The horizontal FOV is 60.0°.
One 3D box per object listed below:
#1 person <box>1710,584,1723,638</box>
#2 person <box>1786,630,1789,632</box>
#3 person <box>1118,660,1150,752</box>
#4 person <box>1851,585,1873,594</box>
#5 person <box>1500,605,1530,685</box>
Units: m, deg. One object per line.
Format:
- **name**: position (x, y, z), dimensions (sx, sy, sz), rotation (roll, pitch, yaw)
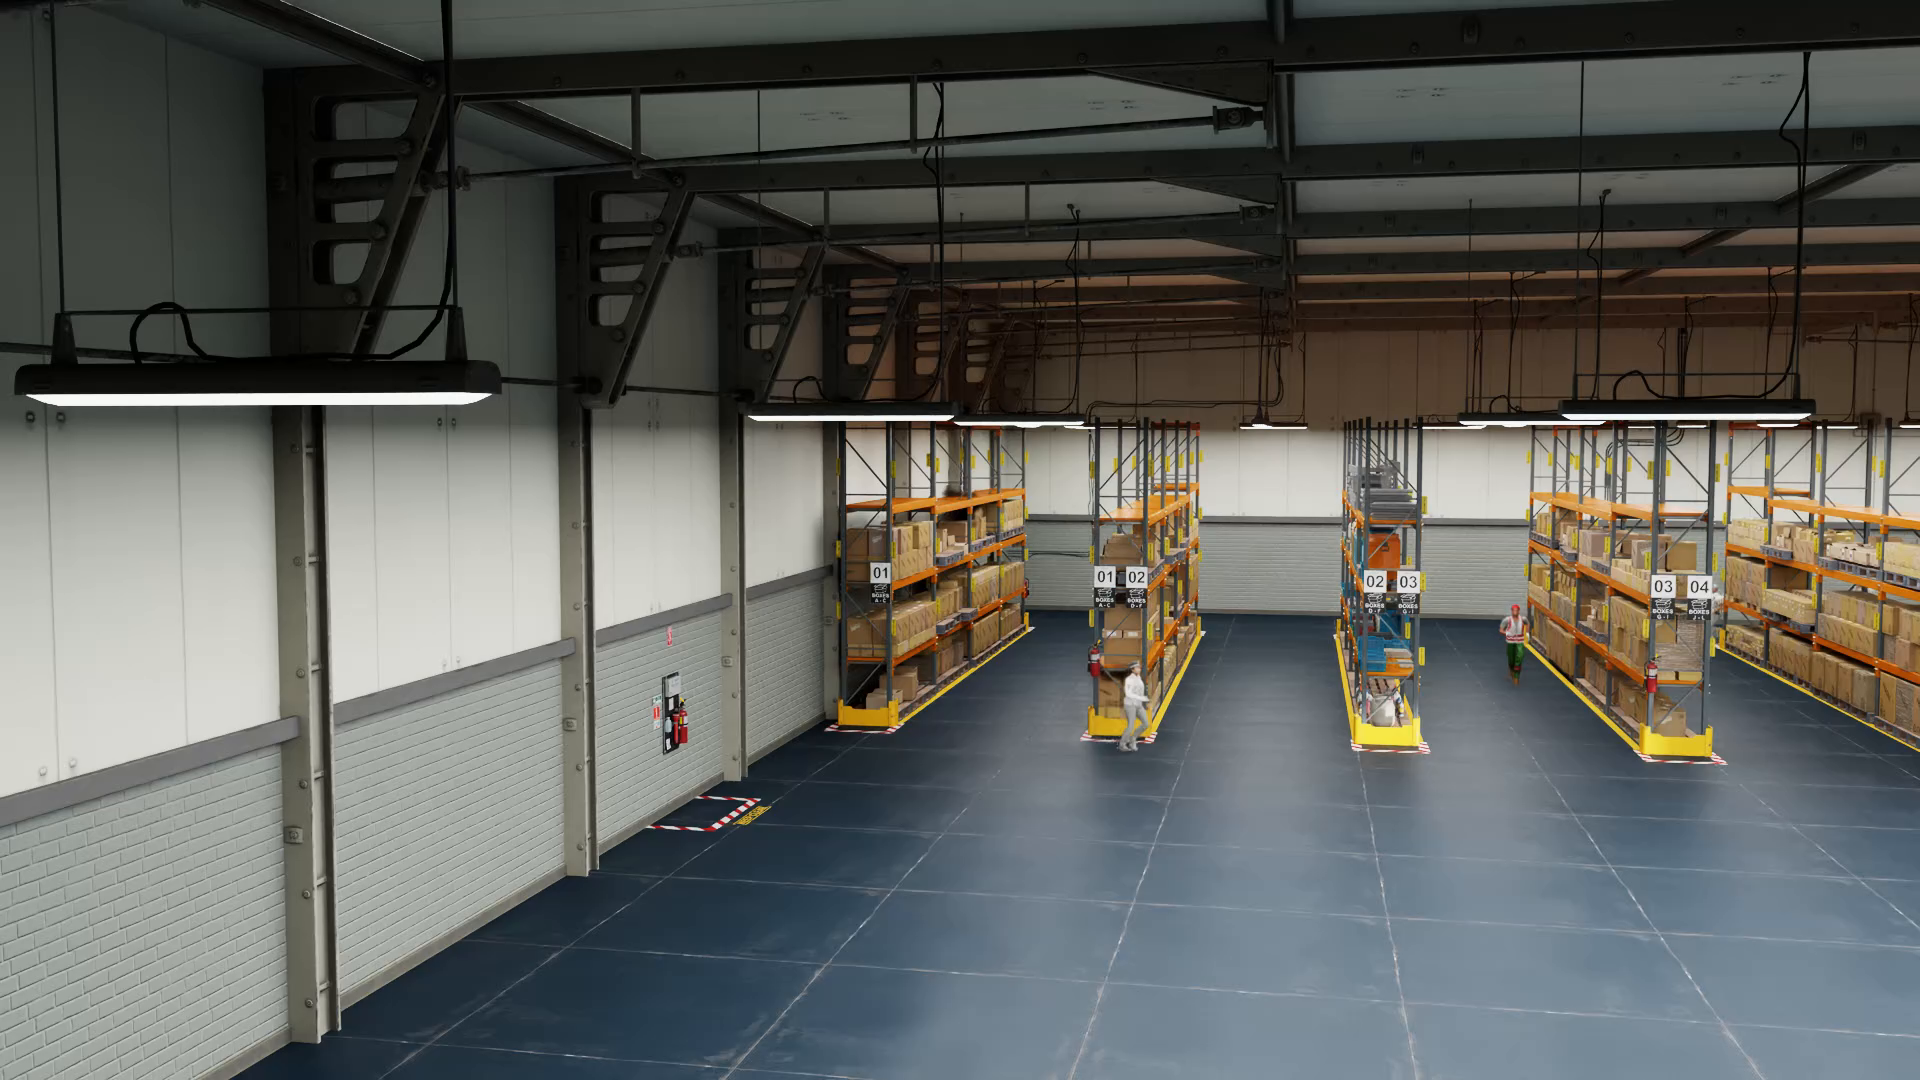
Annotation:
- **person**: position (20.499, 2.017, 45.147), dimensions (0.557, 1.653, 0.627), rotation (-1, 4, -15)
- **person**: position (22.061, 2.007, 44.278), dimensions (0.672, 1.716, 0.813), rotation (-1, 4, -16)
- **person**: position (3.145, 2.963, 29.677), dimensions (0.641, 1.670, 0.643), rotation (3, 5, 38)
- **person**: position (24.469, 1.886, 45.376), dimensions (0.705, 1.824, 0.632), rotation (0, 4, -7)
- **person**: position (12.688, 2.378, 38.029), dimensions (0.692, 1.831, 0.952), rotation (1, 4, 10)
